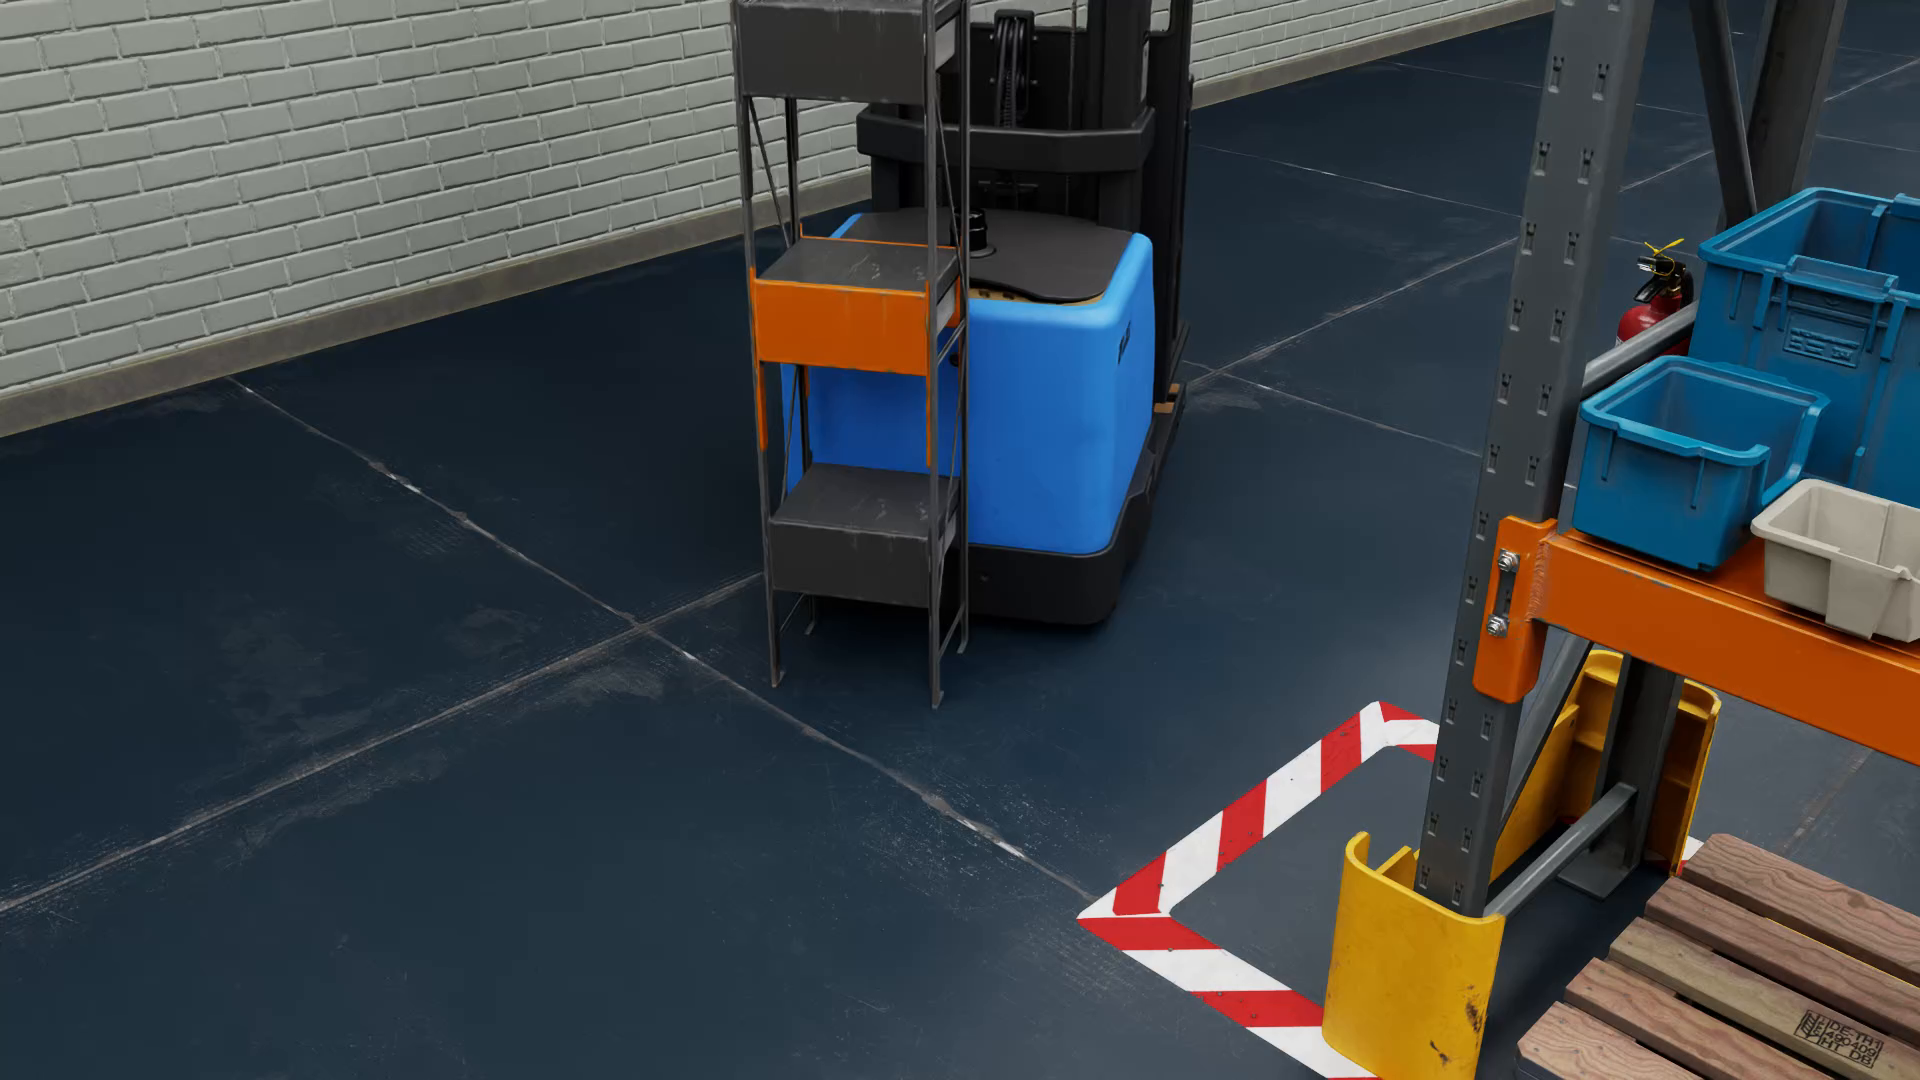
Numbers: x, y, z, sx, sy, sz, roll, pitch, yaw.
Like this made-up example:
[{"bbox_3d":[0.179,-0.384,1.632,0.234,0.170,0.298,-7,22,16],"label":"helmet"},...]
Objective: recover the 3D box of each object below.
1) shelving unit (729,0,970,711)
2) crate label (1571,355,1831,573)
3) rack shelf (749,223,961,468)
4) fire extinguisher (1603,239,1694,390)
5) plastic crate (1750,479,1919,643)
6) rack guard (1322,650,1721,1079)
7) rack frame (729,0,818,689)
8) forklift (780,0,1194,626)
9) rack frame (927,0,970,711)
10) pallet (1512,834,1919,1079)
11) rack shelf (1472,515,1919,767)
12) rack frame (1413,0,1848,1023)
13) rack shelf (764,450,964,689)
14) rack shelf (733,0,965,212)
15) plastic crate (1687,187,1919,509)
[{"bbox_3d":[-0.265,-0.553,4.546,0.503,2.100,0.431,6,28,12],"label":"shelving unit"},{"bbox_3d":[1.276,-0.132,2.894,0.303,0.233,0.416,25,36,38],"label":"crate label"},{"bbox_3d":[-0.265,-0.541,4.552,0.480,0.518,0.431,6,28,12],"label":"rack shelf"},{"bbox_3d":[1.542,-0.370,3.715,0.183,0.674,0.296,25,36,38],"label":"fire extinguisher"},{"bbox_3d":[1.447,0.043,2.665,0.298,0.136,0.250,25,36,38],"label":"plastic crate"},{"bbox_3d":[1.305,0.733,3.818,0.348,0.500,1.175,25,36,38],"label":"rack guard"},{"bbox_3d":[-0.502,-0.579,4.596,0.015,2.100,0.400,6,28,12],"label":"rack frame"},{"bbox_3d":[0.284,-1.702,5.838,1.130,2.935,3.031,6,28,12],"label":"forklift"},{"bbox_3d":[-0.028,-0.527,4.496,0.015,2.100,0.400,6,28,12],"label":"rack frame"},{"bbox_3d":[1.892,1.147,3.342,1.213,0.211,1.003,25,36,38],"label":"pallet"},{"bbox_3d":[2.757,0.602,2.156,4.000,0.370,1.077,25,36,38],"label":"rack shelf"},{"bbox_3d":[1.331,-0.369,3.230,0.127,3.000,1.000,25,36,38],"label":"rack frame"},{"bbox_3d":[-0.265,0.079,4.878,0.480,0.518,0.431,6,28,12],"label":"rack shelf"},{"bbox_3d":[-0.265,-1.161,4.226,0.480,0.518,0.431,6,28,12],"label":"rack shelf"},{"bbox_3d":[1.701,-0.364,3.118,0.499,0.435,0.616,25,36,38],"label":"plastic crate"}]
